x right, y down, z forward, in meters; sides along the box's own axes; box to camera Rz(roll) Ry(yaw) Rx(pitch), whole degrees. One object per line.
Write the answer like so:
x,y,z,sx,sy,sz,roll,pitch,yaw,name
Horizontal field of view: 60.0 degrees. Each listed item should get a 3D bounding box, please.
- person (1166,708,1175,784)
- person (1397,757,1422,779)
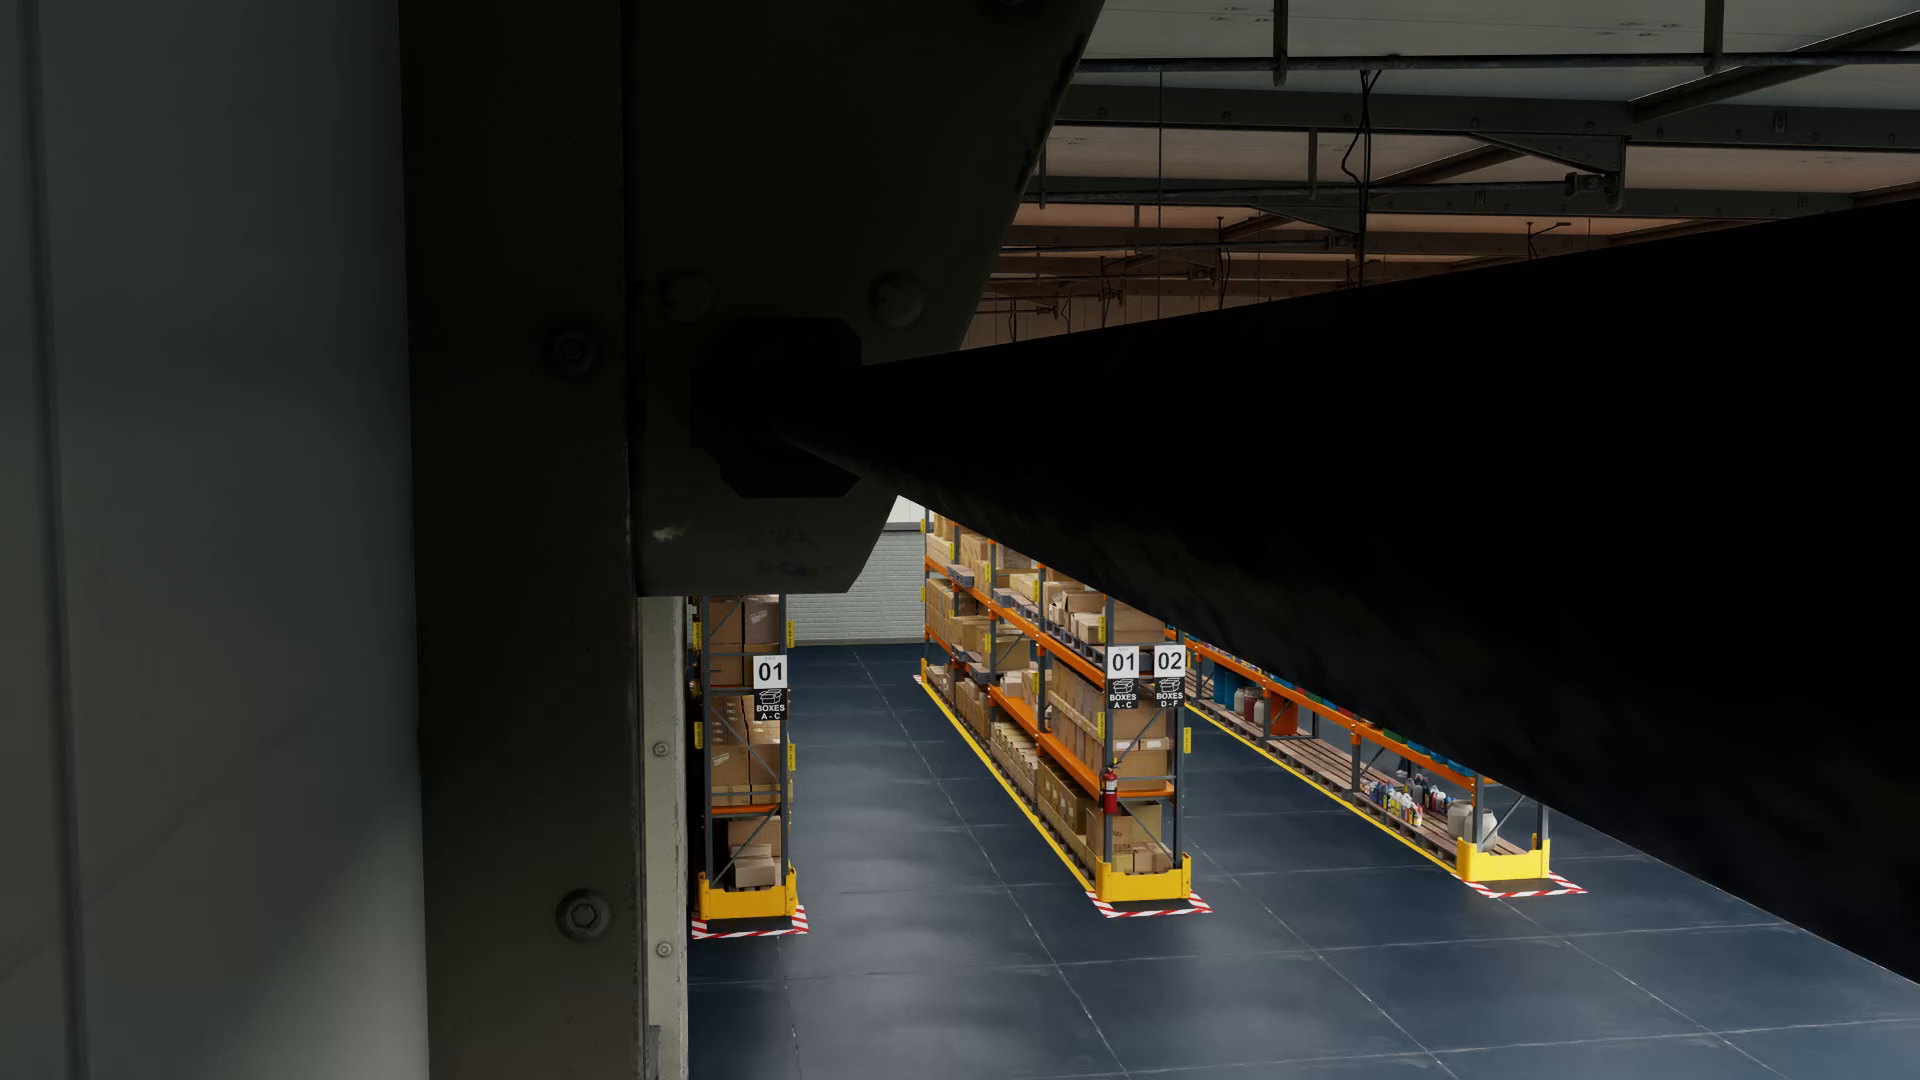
3.349,3.152,26.377,0.454,1.823,0.654,-2,5,-21,person
7.404,3.119,27.366,0.376,1.602,0.468,-3,6,-32,person
